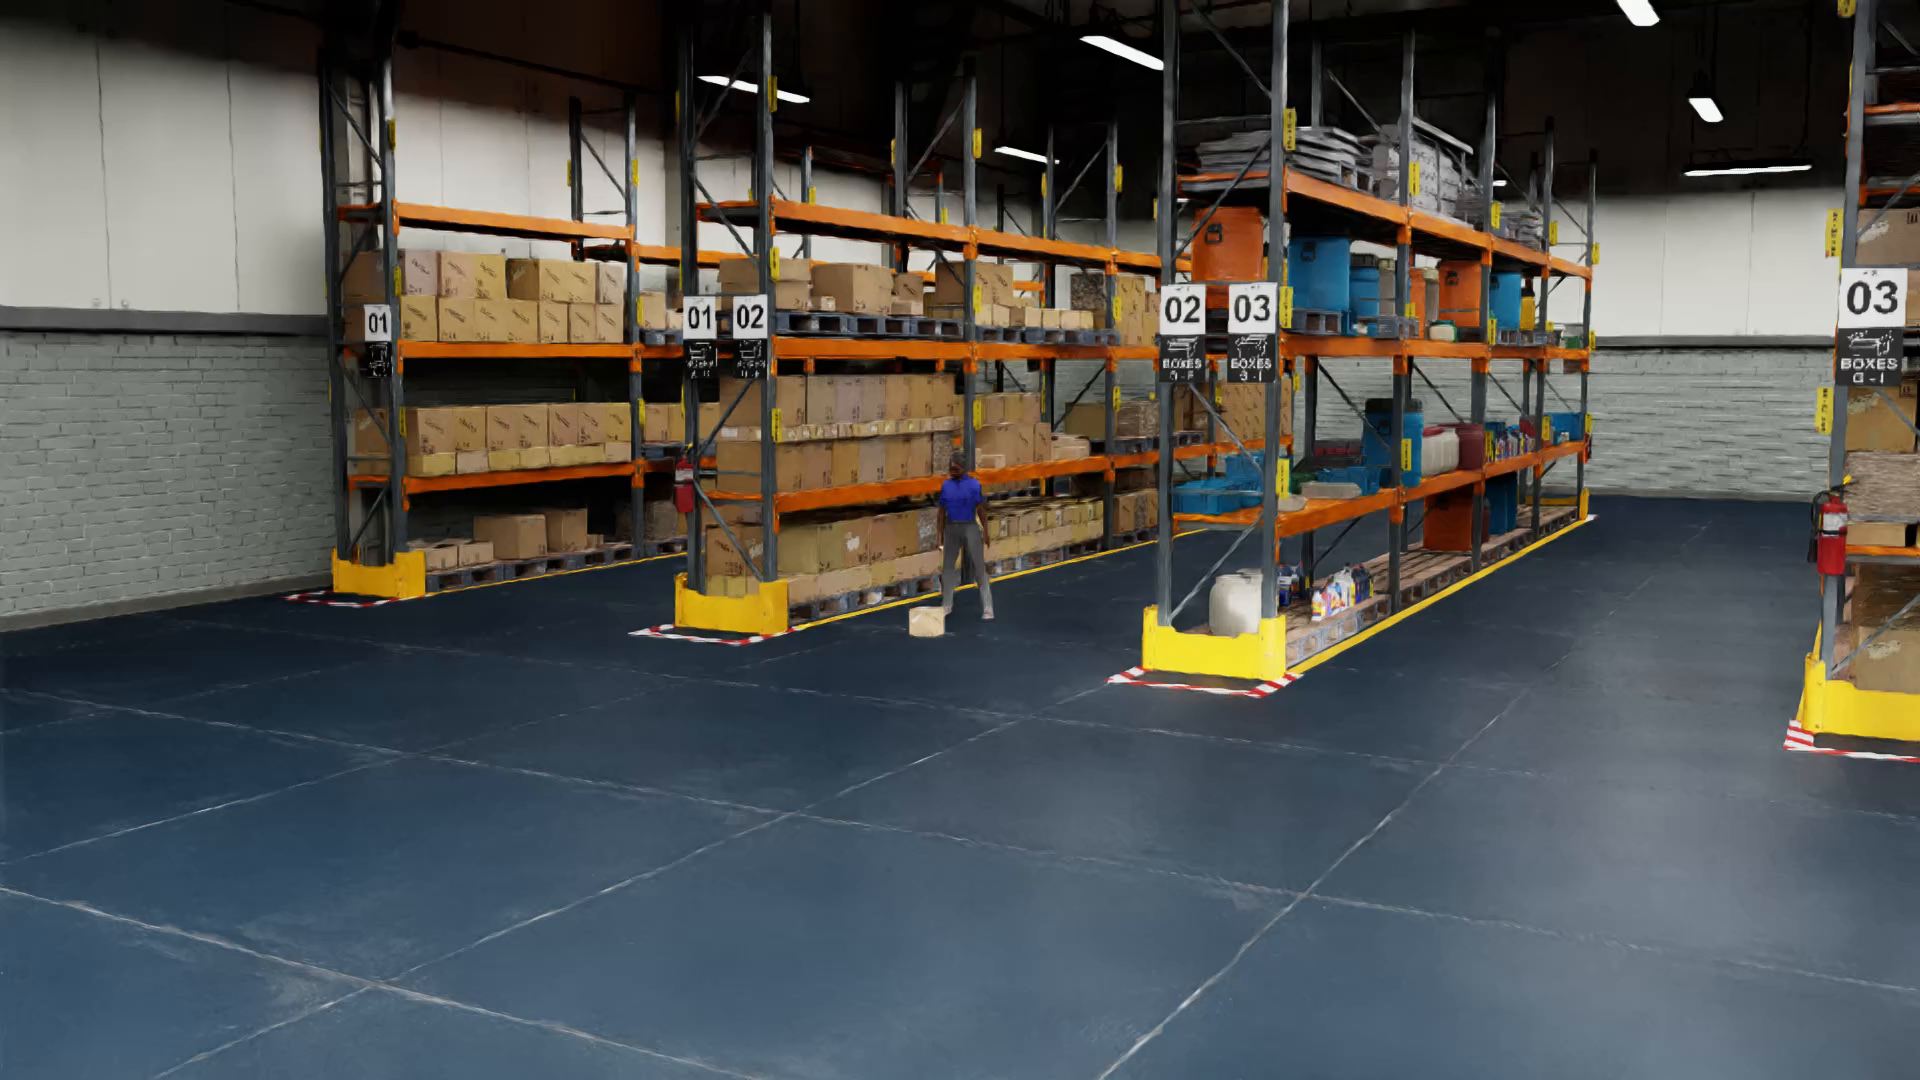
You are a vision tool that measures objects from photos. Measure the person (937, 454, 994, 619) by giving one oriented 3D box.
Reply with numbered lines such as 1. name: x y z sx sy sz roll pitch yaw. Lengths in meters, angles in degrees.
1. person: 0.055 -0.039 16.637 0.673 1.646 0.439 2 6 18
